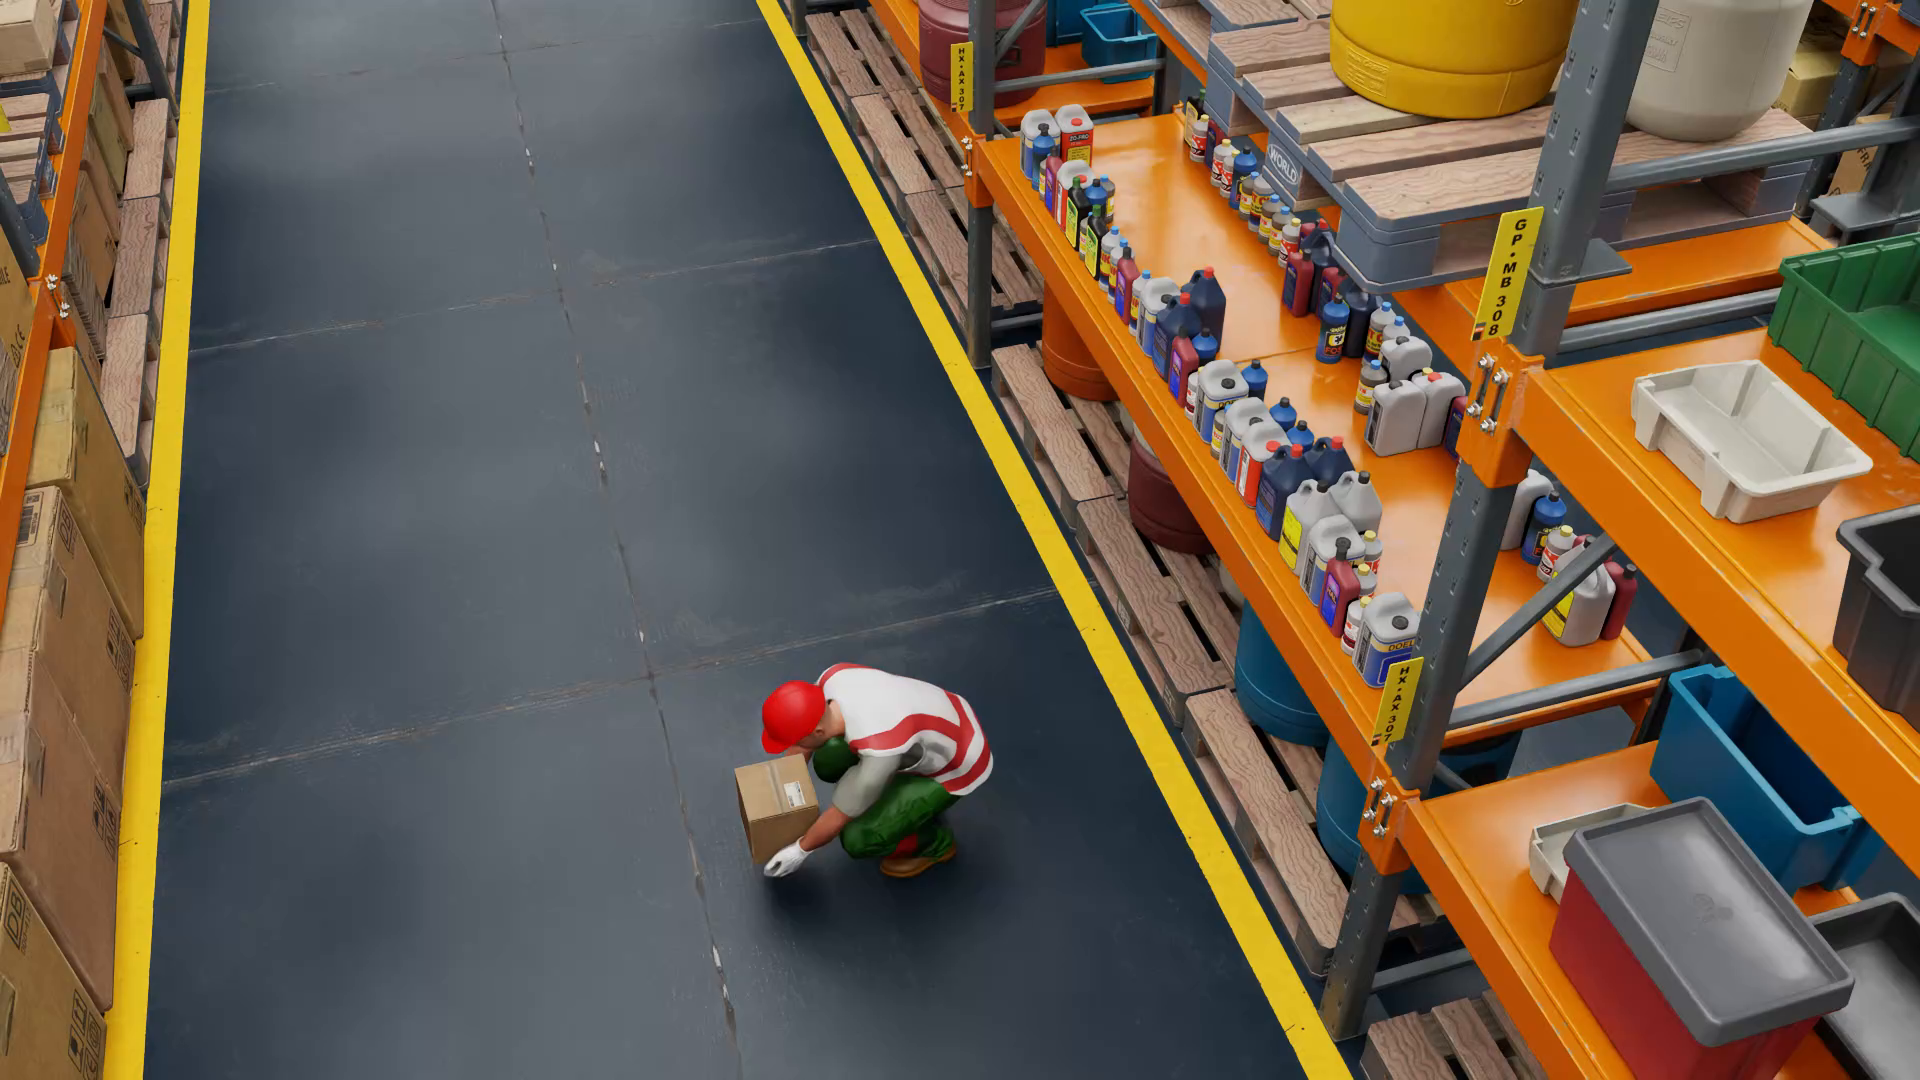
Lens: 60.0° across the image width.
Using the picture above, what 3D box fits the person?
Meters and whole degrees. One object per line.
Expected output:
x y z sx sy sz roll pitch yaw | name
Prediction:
-0.319 0.780 5.875 0.880 0.991 0.565 -12 43 -13 | person
